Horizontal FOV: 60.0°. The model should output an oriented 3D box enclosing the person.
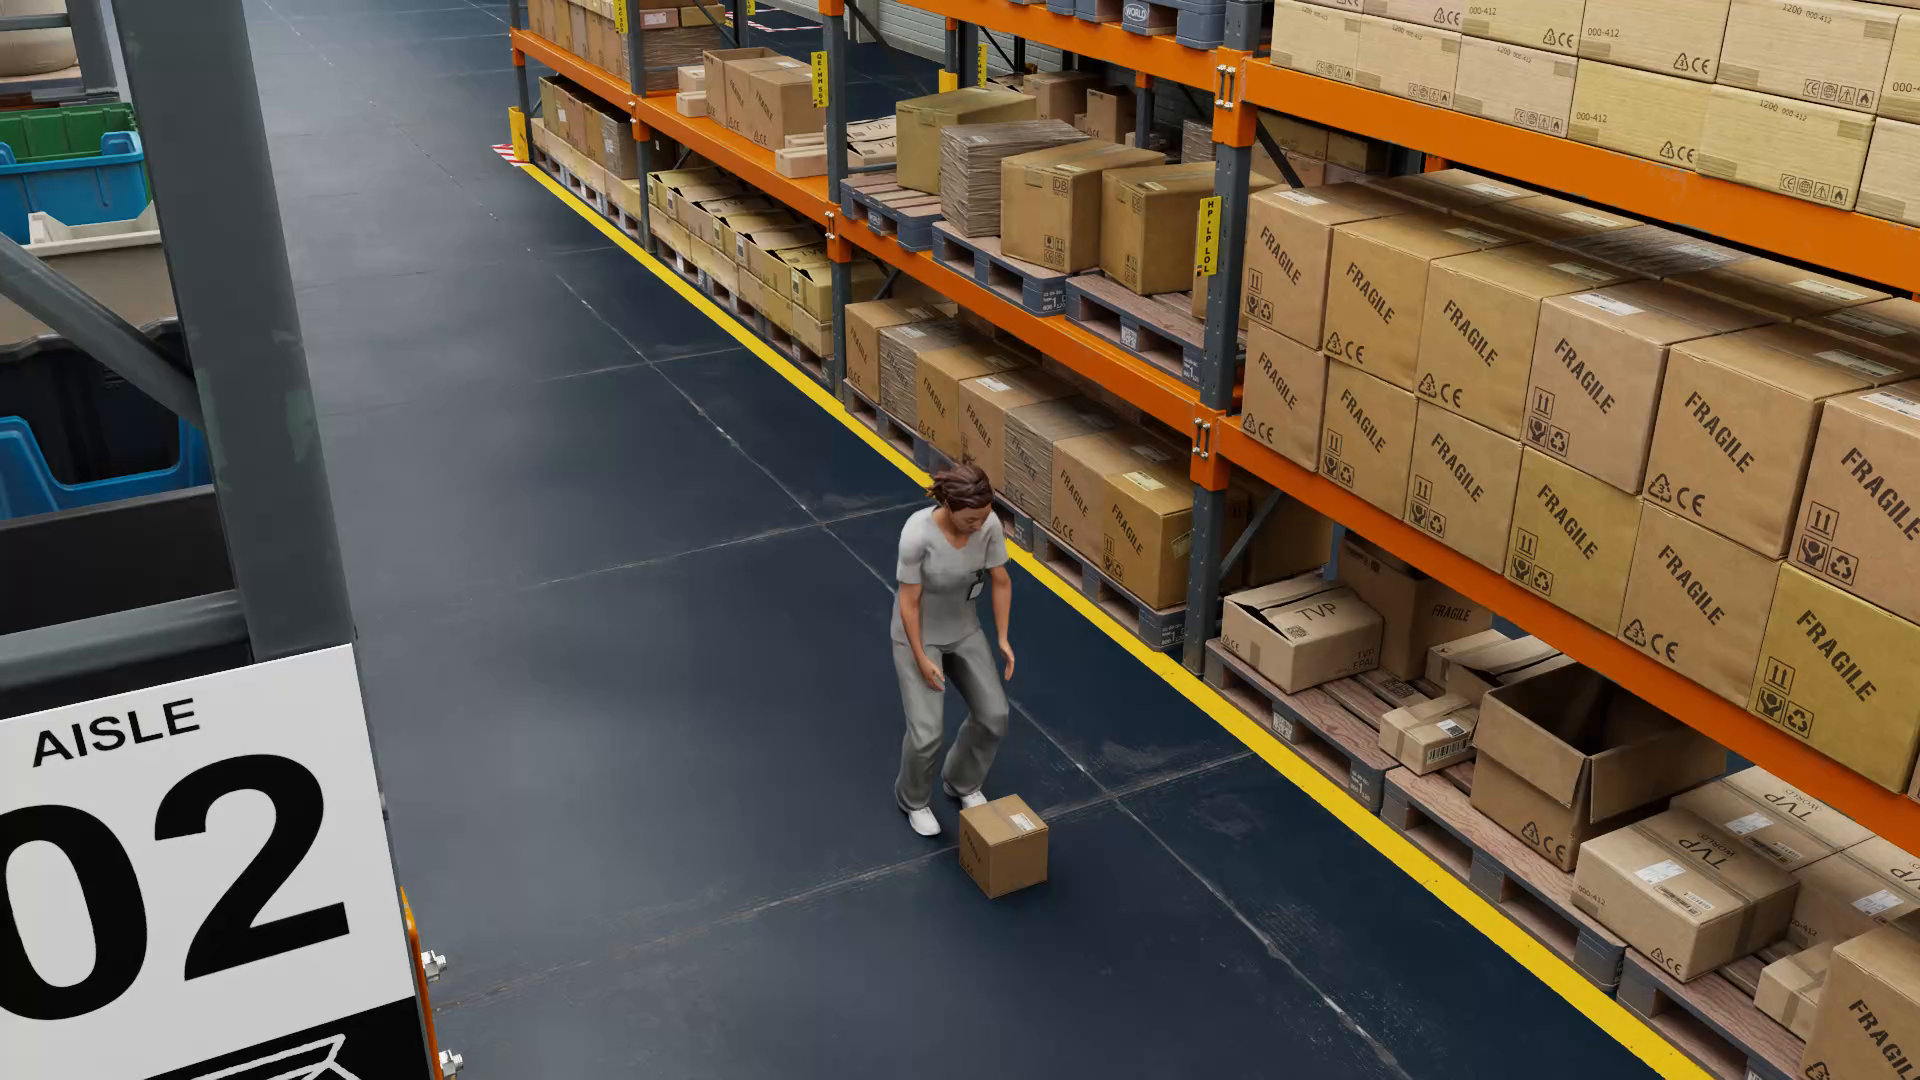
[{"bbox_3d":[-0.028,0.396,6.416,0.475,1.573,0.467,-12,28,-24],"label":"person"}]
